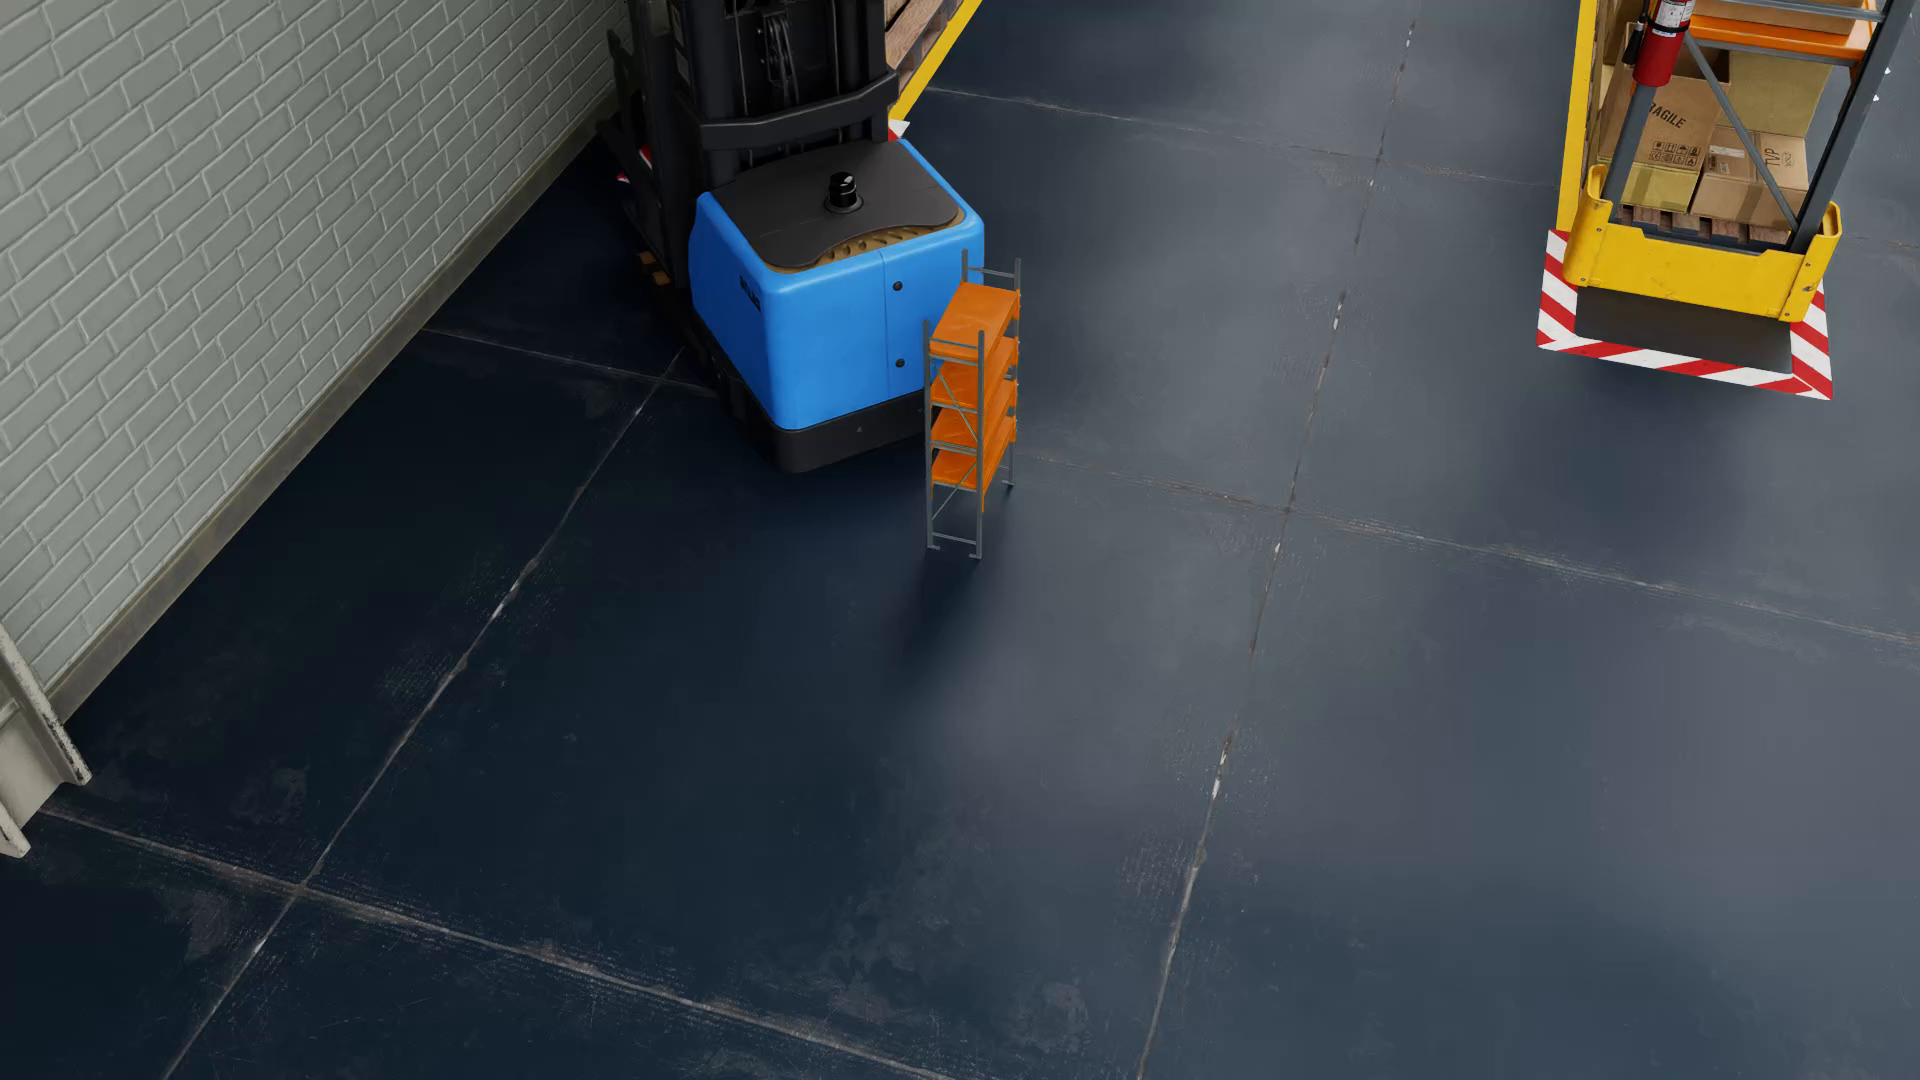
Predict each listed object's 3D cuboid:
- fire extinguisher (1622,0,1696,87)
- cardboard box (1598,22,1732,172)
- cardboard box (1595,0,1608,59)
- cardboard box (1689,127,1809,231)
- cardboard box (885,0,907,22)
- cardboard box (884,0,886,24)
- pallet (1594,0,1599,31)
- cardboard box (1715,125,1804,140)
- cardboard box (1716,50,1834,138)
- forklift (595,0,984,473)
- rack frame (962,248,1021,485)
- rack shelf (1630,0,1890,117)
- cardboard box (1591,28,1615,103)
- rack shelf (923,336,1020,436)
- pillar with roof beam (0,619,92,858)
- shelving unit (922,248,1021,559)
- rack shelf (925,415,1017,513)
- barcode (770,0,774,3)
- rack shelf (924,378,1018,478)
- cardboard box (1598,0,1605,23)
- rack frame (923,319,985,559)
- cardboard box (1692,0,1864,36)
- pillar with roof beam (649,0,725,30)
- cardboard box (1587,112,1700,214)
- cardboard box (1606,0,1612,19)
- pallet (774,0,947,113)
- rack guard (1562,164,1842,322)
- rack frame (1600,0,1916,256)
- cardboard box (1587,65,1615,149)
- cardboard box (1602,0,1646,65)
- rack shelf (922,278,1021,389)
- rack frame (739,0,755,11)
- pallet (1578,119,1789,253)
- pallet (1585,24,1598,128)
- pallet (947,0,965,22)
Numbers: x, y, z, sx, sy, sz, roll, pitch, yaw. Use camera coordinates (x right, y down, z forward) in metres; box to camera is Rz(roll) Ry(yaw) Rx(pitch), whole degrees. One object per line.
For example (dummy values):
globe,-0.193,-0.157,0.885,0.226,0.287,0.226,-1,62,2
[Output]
fire extinguisher,3.210,-2.387,7.499,0.296,0.674,0.183,13,46,13
cardboard box,3.568,-2.251,8.434,0.500,0.500,0.500,13,46,13
cardboard box,4.013,-2.984,9.720,0.500,0.250,0.500,13,46,13
cardboard box,4.063,-1.872,8.583,0.500,0.250,0.500,13,46,13
cardboard box,-0.565,-3.460,10.148,0.500,0.311,0.500,16,47,16
cardboard box,-0.738,-3.080,9.759,0.500,0.311,0.500,8,45,8
pallet,4.620,-3.543,10.619,1.003,0.211,1.213,13,46,13
cardboard box,4.211,-2.206,8.925,0.500,0.250,0.500,13,46,13
cardboard box,4.213,-2.474,8.662,0.500,0.500,0.500,13,46,13
forklift,-1.014,-2.372,7.477,1.130,2.935,3.031,-20,48,-19
rack frame,0.124,-0.702,7.008,0.240,1.200,0.015,13,46,12
rack shelf,4.295,-3.471,9.065,1.077,0.370,4.000,13,46,13
cardboard box,3.859,-2.652,9.380,0.500,0.250,0.500,13,46,13
rack shelf,0.050,-0.651,6.733,0.258,0.148,0.480,13,46,12
pillar with roof beam,0.640,-1.324,2.068,9.100,9.000,0.400,13,46,13
shelving unit,0.050,-0.539,6.842,0.258,1.200,0.503,13,46,12
rack shelf,0.050,-0.349,7.028,0.258,0.148,0.480,13,46,12
barcode,-1.114,-3.180,9.855,0.001,0.075,0.075,13,46,13
rack shelf,0.050,-0.491,6.889,0.258,0.148,0.480,13,46,12
cardboard box,4.158,-3.319,10.062,0.500,0.250,0.500,13,46,13
rack frame,-0.024,-0.377,6.676,0.240,1.200,0.015,13,46,12
cardboard box,3.843,-2.739,7.732,0.700,0.500,0.500,13,46,13
pillar with roof beam,2.457,-5.324,6.155,9.100,9.000,0.400,13,46,13
cardboard box,3.570,-1.982,8.696,0.500,0.250,0.500,13,46,13
cardboard box,4.009,-3.253,9.458,0.500,0.500,0.500,13,46,13
pallet,-0.731,-3.029,10.094,1.003,0.211,1.213,13,46,13
rack guard,3.682,-1.485,8.309,1.175,0.500,0.348,13,46,13
rack frame,3.689,-2.395,7.451,1.000,3.000,0.127,13,46,13
cardboard box,3.710,-2.318,9.039,0.500,0.250,0.500,13,46,13
cardboard box,3.857,-2.920,9.118,0.500,0.500,0.500,13,46,13
rack shelf,0.050,-0.820,6.567,0.258,0.148,0.480,13,46,12
rack frame,-1.033,-3.441,8.521,1.000,3.000,0.127,13,46,13
pallet,3.881,-1.917,8.957,1.003,0.211,1.213,13,46,13
pallet,4.252,-2.727,9.785,1.003,0.211,1.213,13,46,13
pallet,-0.359,-3.840,10.922,1.003,0.211,1.213,13,46,13
